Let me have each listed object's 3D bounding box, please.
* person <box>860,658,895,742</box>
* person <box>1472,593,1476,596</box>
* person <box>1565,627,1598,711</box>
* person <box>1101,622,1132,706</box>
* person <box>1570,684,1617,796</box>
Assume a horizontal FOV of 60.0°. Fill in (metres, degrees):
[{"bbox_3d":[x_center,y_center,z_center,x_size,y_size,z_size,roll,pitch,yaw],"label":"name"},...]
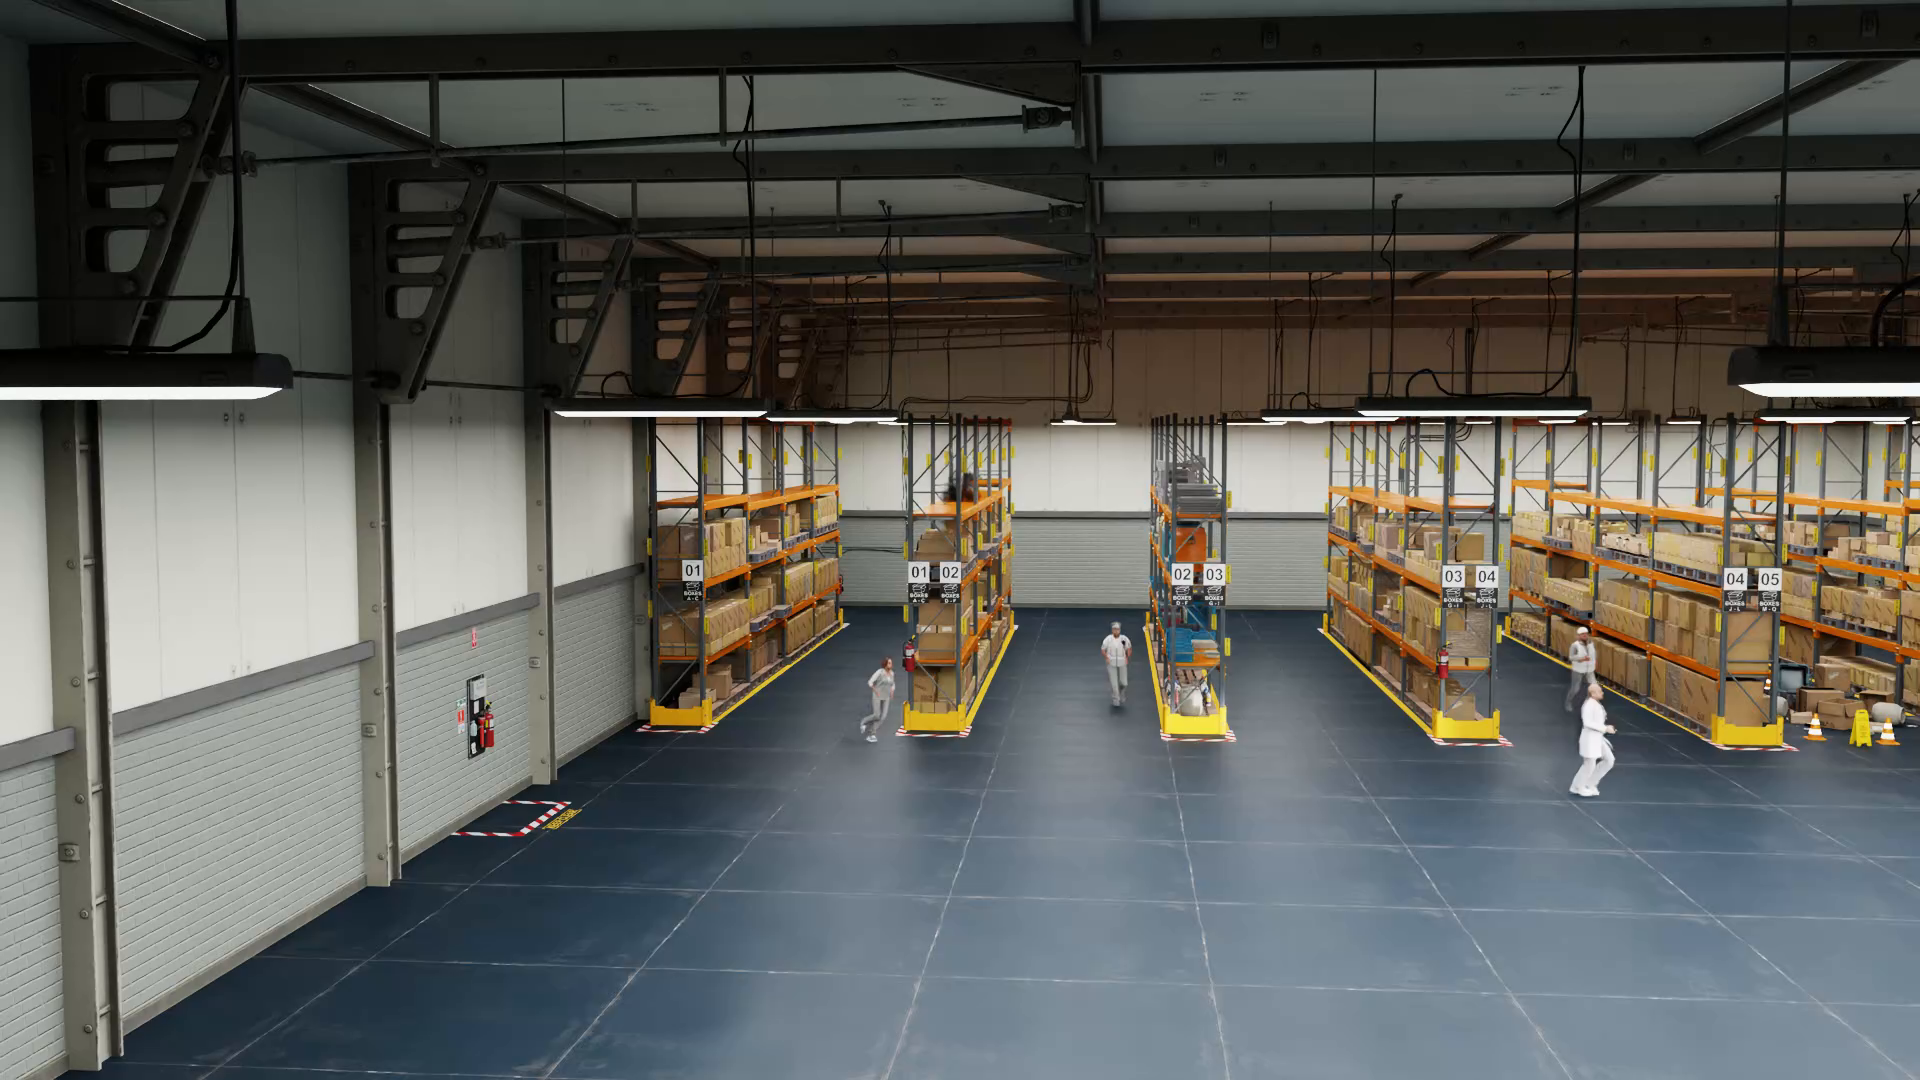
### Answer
[{"bbox_3d":[-1.471,2.912,30.607,0.596,1.511,0.566,-3,5,-35],"label":"person"},{"bbox_3d":[13.688,1.950,43.905,0.608,1.658,0.536,1,4,8],"label":"person"},{"bbox_3d":[12.378,2.619,33.038,0.662,1.812,0.887,0,4,-2],"label":"person"},{"bbox_3d":[3.230,2.547,34.238,0.640,1.736,0.596,0,4,3],"label":"person"},{"bbox_3d":[9.827,3.118,25.746,0.732,1.781,0.703,3,5,38],"label":"person"}]
